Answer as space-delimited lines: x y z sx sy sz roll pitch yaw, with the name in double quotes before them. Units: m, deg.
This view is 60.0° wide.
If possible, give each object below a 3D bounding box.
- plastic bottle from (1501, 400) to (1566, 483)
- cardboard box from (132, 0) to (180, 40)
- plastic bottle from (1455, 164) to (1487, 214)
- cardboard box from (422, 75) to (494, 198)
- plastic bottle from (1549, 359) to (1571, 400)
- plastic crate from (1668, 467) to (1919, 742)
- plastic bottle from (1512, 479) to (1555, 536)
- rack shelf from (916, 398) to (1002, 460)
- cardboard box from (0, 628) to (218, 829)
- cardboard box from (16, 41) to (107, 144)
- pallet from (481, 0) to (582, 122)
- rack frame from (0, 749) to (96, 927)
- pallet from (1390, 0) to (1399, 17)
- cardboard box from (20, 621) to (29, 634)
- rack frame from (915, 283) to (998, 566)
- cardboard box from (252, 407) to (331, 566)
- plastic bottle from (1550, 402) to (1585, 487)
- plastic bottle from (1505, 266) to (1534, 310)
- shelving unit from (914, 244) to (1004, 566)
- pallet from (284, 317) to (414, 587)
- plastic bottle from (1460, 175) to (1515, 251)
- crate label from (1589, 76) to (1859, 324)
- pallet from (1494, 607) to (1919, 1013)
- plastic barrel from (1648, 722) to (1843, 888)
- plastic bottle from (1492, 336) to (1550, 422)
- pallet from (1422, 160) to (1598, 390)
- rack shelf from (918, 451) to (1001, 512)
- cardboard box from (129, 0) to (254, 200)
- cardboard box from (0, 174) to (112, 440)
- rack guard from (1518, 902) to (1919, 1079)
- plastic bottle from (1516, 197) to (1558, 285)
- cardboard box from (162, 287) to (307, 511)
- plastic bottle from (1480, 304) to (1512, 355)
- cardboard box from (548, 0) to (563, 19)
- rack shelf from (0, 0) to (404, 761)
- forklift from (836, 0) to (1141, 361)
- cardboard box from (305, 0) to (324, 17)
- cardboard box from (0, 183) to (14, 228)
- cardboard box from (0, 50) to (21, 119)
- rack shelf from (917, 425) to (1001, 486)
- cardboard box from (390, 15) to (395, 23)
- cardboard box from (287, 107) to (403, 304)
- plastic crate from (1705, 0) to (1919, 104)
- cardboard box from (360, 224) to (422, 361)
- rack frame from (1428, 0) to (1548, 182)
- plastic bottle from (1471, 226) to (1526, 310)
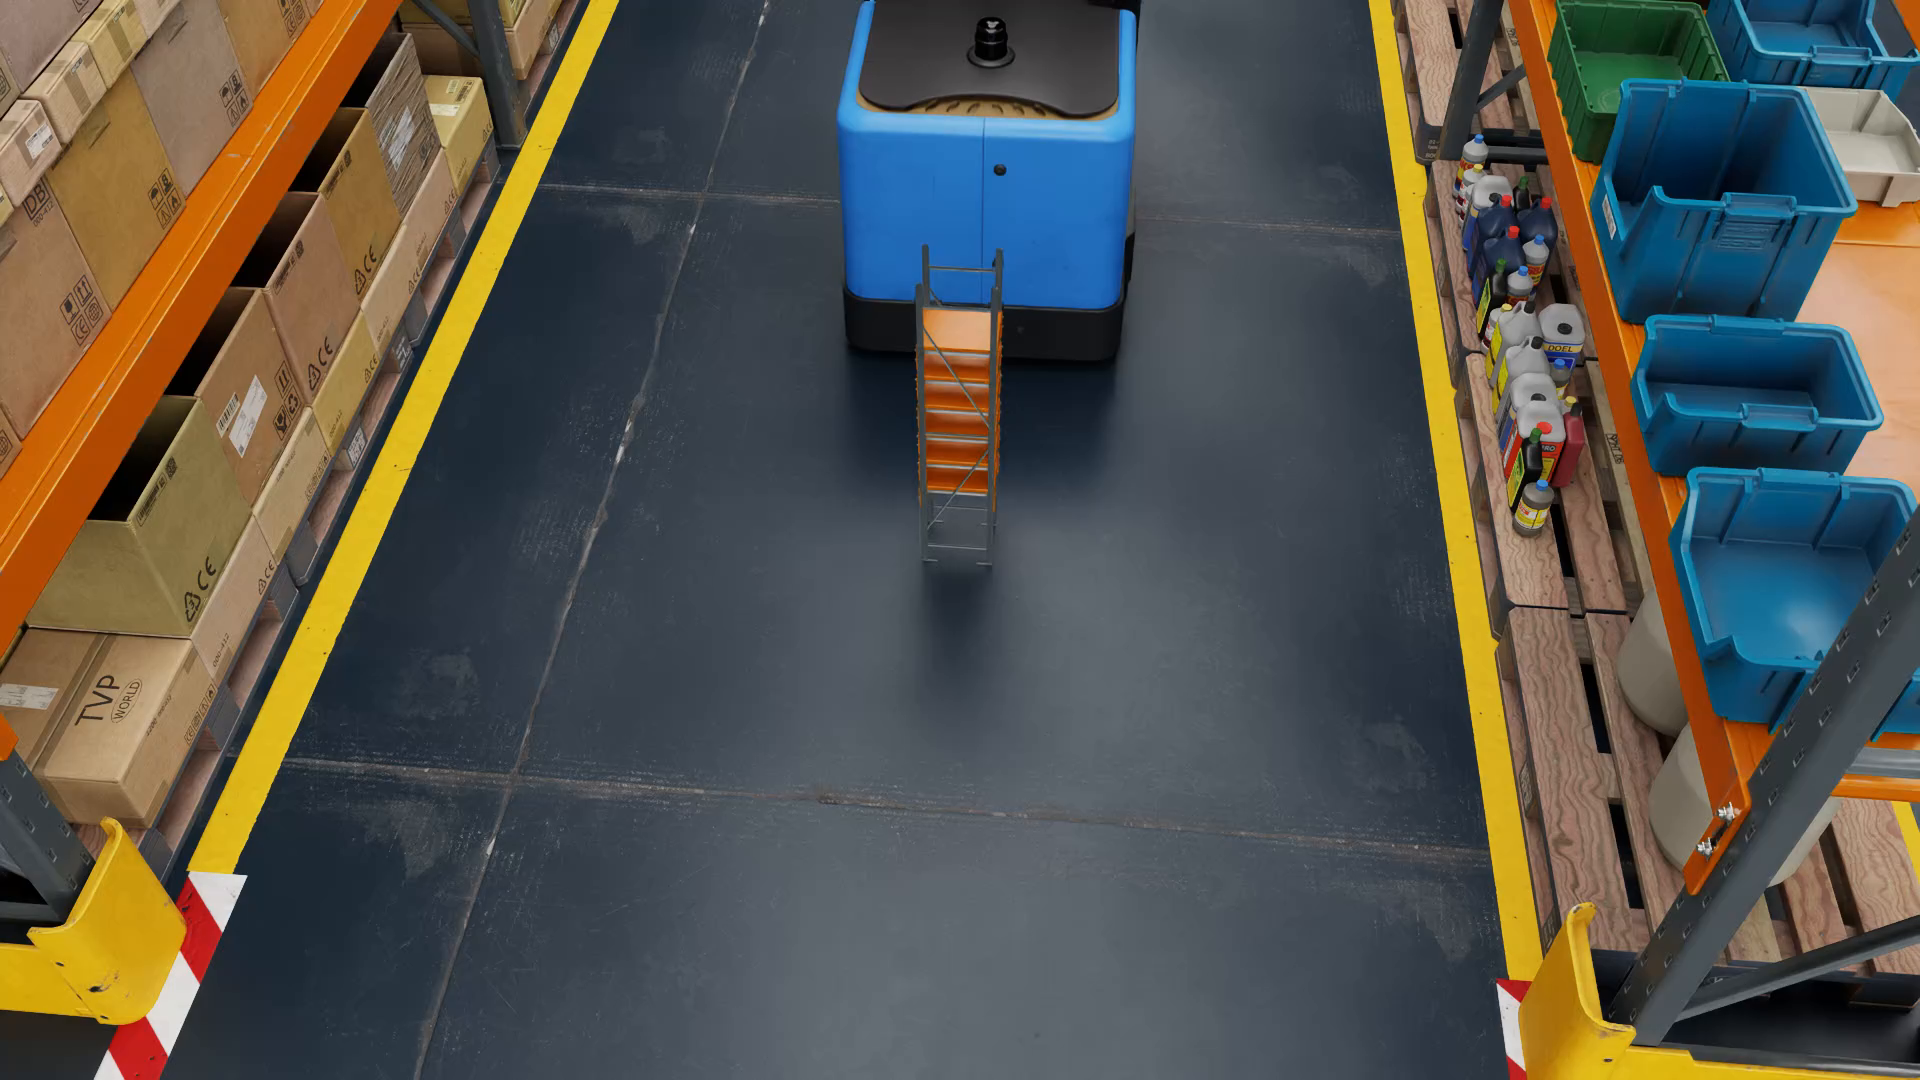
"plastic bottle" 1.924 -0.324 5.561 0.152 0.276 0.135 4 48 4
"cardboard box" -2.398 -1.524 4.604 0.380 0.149 0.250 4 48 4
"plastic bottle" 2.033 -1.396 6.593 0.097 0.201 0.097 0 48 0
"cardboard box" -2.250 -1.666 6.820 0.500 0.250 0.500 4 48 4
"plastic bottle" 2.072 -0.547 5.815 0.097 0.201 0.097 0 48 0
"plastic crate" 1.891 0.130 3.699 0.499 0.251 0.616 4 48 4
"plastic bottle" 1.874 -0.115 5.421 0.097 0.201 0.097 0 48 0
"rack shelf" -0.001 -0.364 5.330 0.258 0.103 0.180 4 48 4
"cardboard box" -2.519 0.539 4.803 0.500 0.250 0.500 4 48 4
"cardboard box" -2.447 -1.153 4.265 0.380 0.149 0.250 2 48 2
"pallet" -2.397 -2.410 7.812 1.003 0.211 1.213 4 48 4
"rack frame" -2.789 0.132 3.597 1.000 3.000 0.127 4 48 4
"pallet" 2.649 -3.009 8.359 1.003 0.211 1.213 4 48 4
"cardboard box" -3.001 0.136 5.172 0.500 0.250 0.500 4 48 4
"rack frame" -0.010 -0.327 5.236 0.240 1.200 0.006 4 48 4
"cardboard box" -2.431 -0.196 5.475 0.500 0.250 0.500 4 48 4
"plastic bottle" 2.030 -0.320 5.552 0.061 0.283 0.133 4 48 4
"plastic bottle" 2.027 -0.885 6.077 0.097 0.271 0.097 0 48 0
"shelving unit" -0.001 -0.394 5.298 0.258 1.200 0.189 4 48 4
"pallet" -2.648 -0.386 5.960 1.003 0.211 1.213 4 48 4
"plastic bottle" 2.040 -1.257 6.414 0.152 0.276 0.135 5 48 5
"crate label" 2.041 -0.915 4.530 0.502 0.435 0.616 4 48 4
"pallet" 2.182 0.753 4.918 1.003 0.211 1.213 4 48 4
"plastic barrel" 2.127 0.677 4.500 0.421 0.512 0.421 0 48 0
"plastic bottle" 1.948 -0.573 5.738 0.144 0.351 0.185 6 48 5
"pallet" 2.405 -1.040 6.558 1.003 0.211 1.213 4 48 4
"rack shelf" -0.001 -0.202 5.507 0.258 0.103 0.180 4 48 4
"cardboard box" -2.596 -1.382 4.913 0.700 0.500 0.500 5 48 5
"cardboard box" -2.691 -0.630 4.226 0.700 0.500 0.500 5 48 5
"rack guard" 2.103 1.252 4.266 1.175 0.500 0.348 4 48 4
"plastic bottle" 2.164 -1.151 6.267 0.144 0.351 0.185 4 48 4
"cardboard box" -2.443 -0.450 5.199 0.500 0.500 0.500 4 48 4
"plastic bottle" 1.954 -0.765 6.015 0.097 0.201 0.097 0 48 0
"cardboard box" -2.094 -2.676 7.744 0.500 0.250 0.500 5 48 5
"rack shelf" -2.607 -1.095 5.206 1.077 0.370 4.000 4 48 4
"forklift" 0.190 -2.753 6.281 1.130 2.935 3.031 3 48 3
"cardboard box" -2.501 -2.127 5.595 0.700 0.500 0.500 3 48 3
"cardboard box" -2.494 -0.772 3.916 0.380 0.149 0.250 4 48 4
"cardboard box" -2.687 -1.108 3.783 0.700 0.500 0.500 3 48 3
"rack shelf" -0.001 -0.283 5.419 0.258 0.103 0.180 4 48 4
"cardboard box" -2.674 -2.527 7.228 0.500 0.311 0.500 4 48 4
"cardboard box" -2.349 -1.185 5.871 0.500 0.500 0.500 4 48 4
"plastic crate" 2.677 -1.590 5.272 0.499 0.251 0.616 4 48 4
"cardboard box" -2.336 -0.931 6.147 0.500 0.250 0.500 4 48 4
"rack frame" 2.507 -2.472 5.978 1.000 3.000 0.127 4 48 4
"plastic bottle" 2.003 -1.022 6.149 0.144 0.351 0.185 2 48 2
